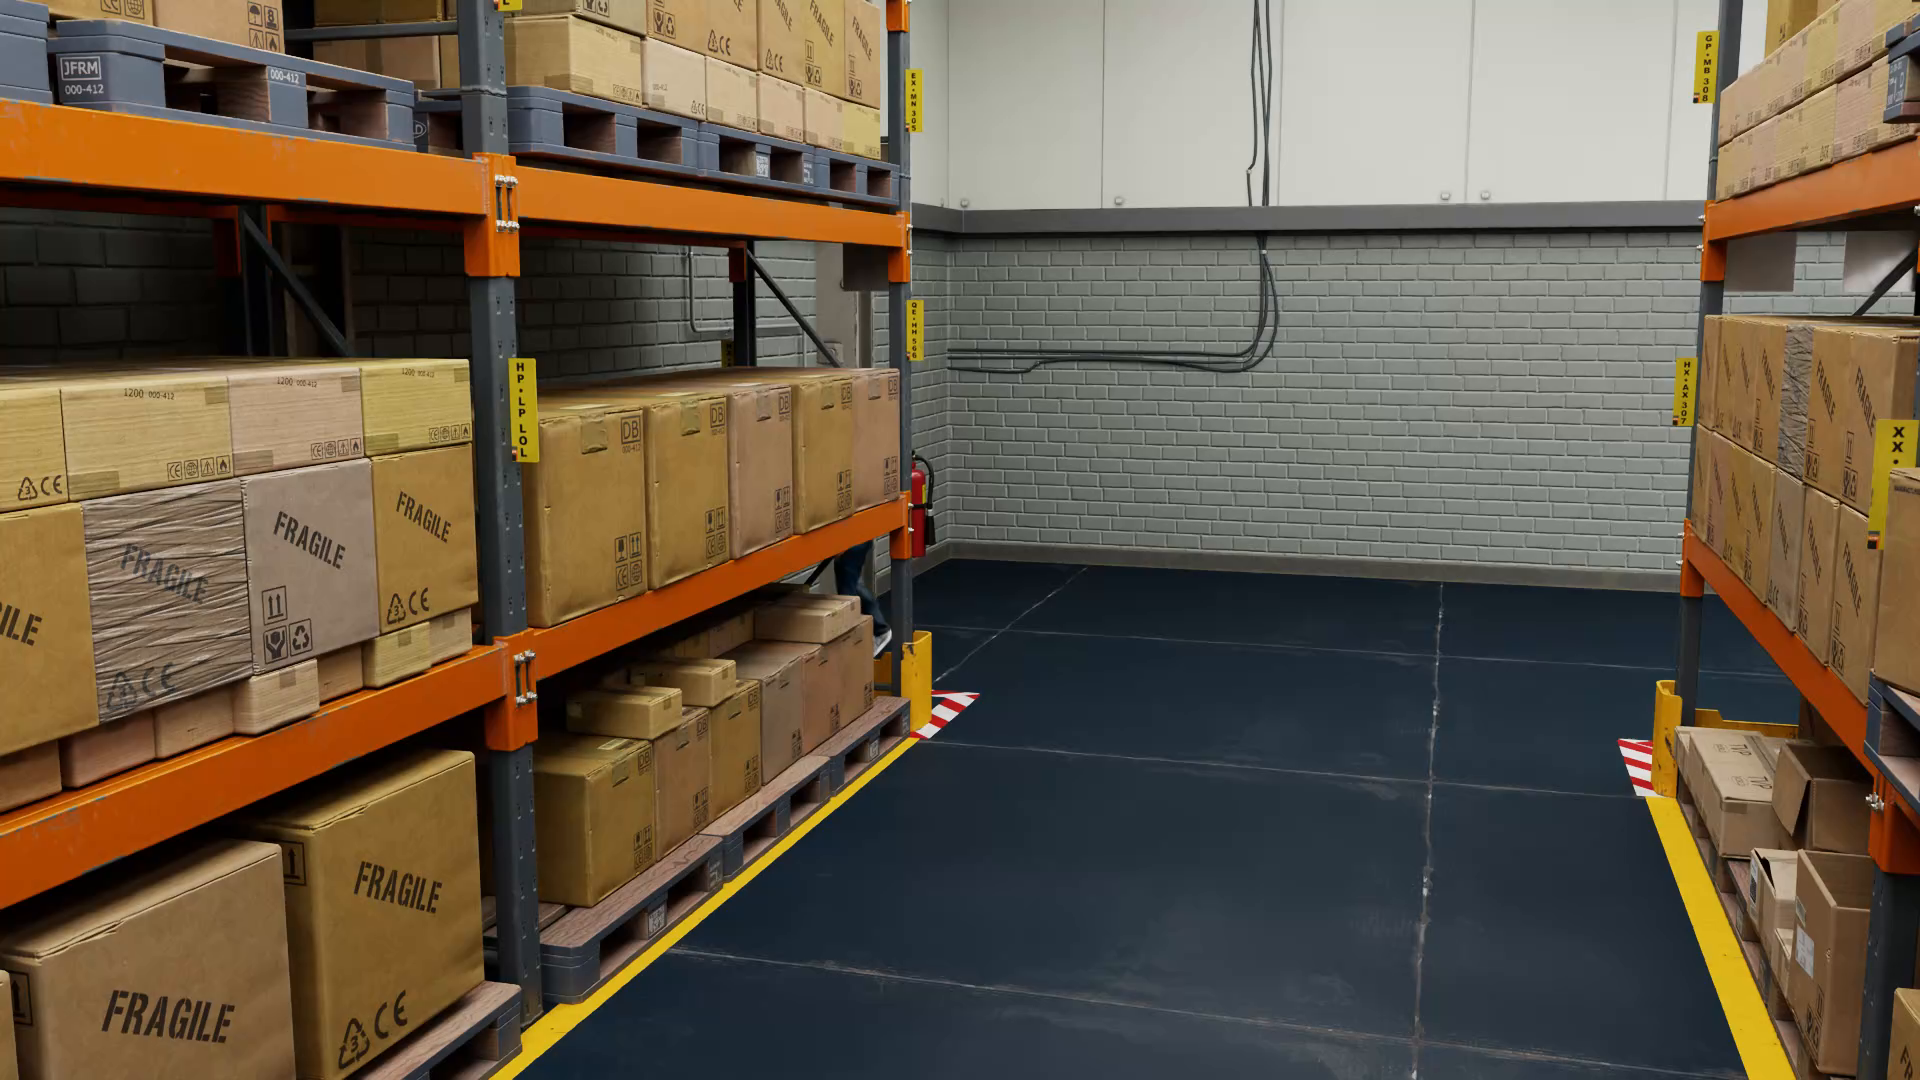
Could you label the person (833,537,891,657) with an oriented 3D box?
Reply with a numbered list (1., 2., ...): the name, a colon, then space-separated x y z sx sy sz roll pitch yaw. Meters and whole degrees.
1. person: -0.704 0.001 10.870 0.446 1.612 0.470 2 9 16
